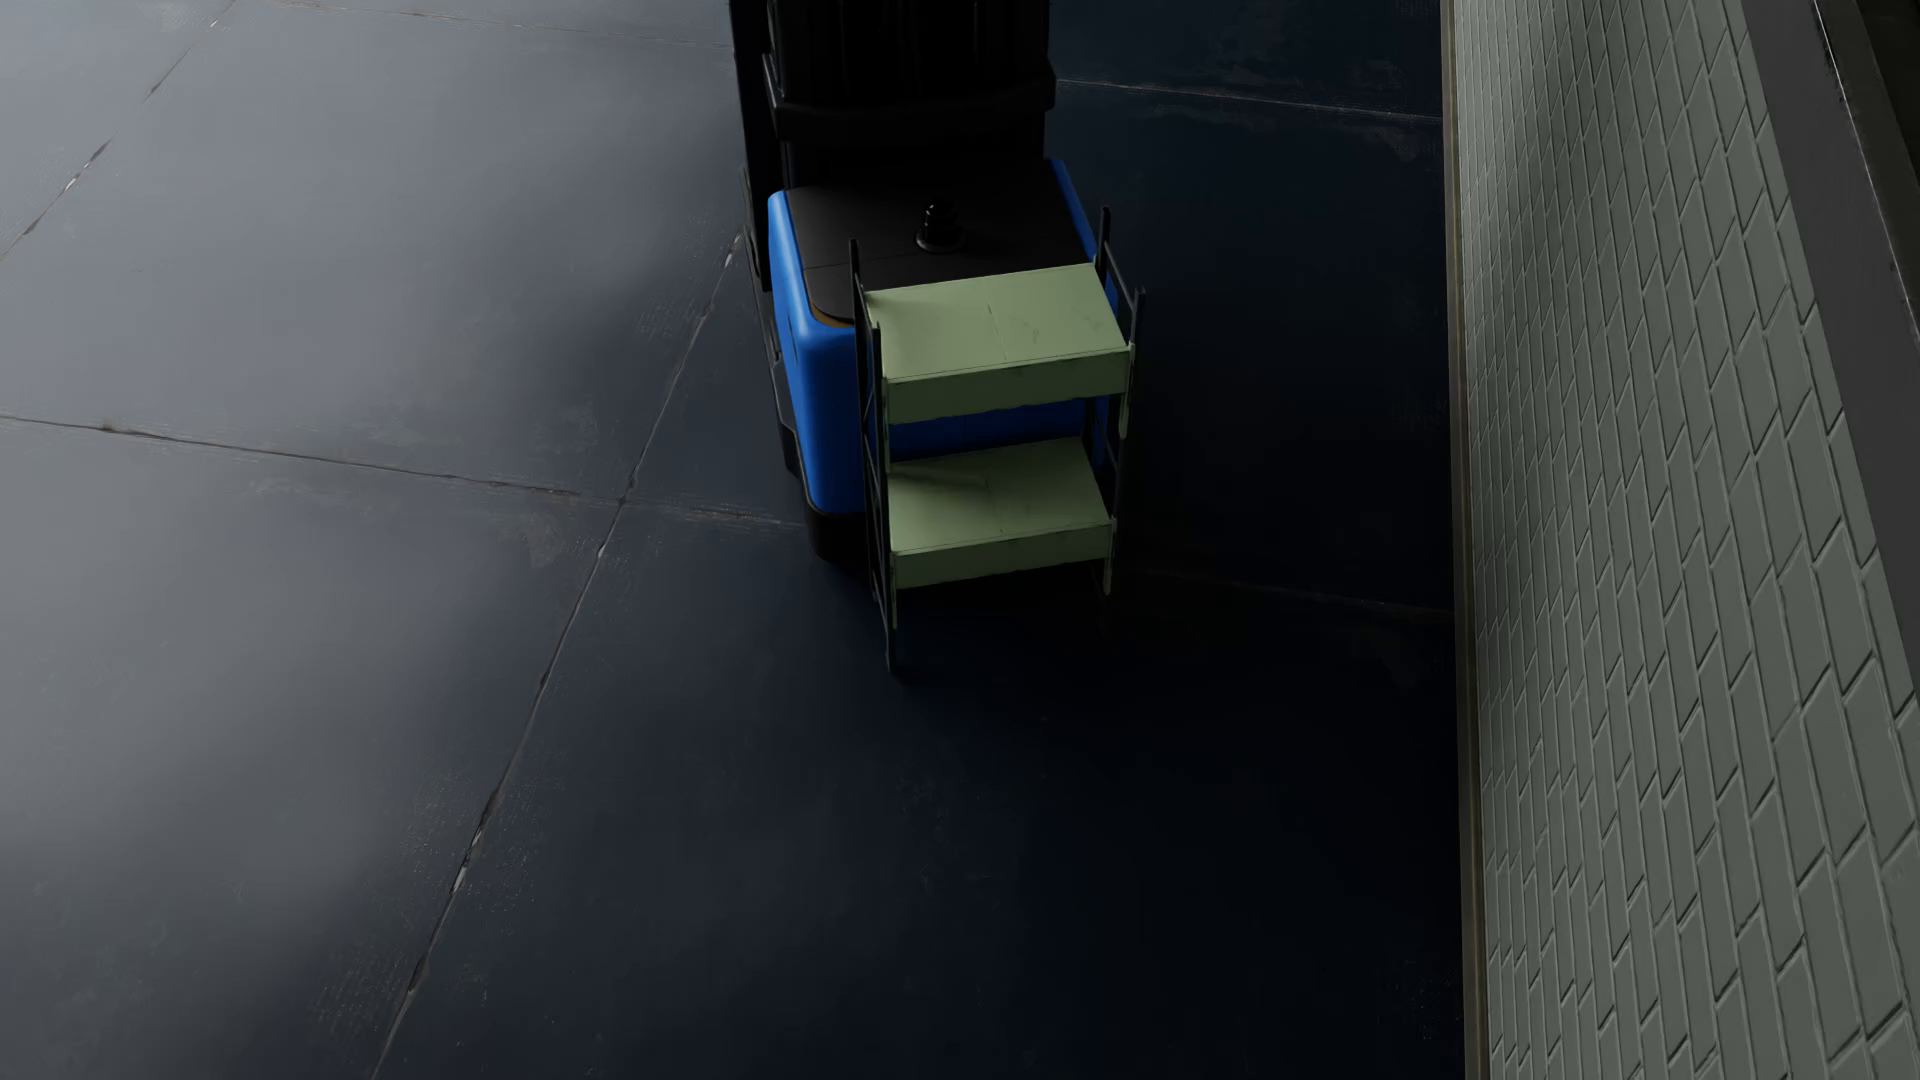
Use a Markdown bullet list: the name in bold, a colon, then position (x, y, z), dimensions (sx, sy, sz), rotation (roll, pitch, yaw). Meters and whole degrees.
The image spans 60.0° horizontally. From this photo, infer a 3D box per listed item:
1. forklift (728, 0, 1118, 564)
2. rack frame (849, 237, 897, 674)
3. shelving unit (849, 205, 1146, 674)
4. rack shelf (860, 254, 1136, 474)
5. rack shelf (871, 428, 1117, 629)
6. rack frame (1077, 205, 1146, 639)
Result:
- **forklift**: position (-0.284, -2.015, 5.767), dimensions (1.130, 2.935, 3.031), rotation (-9, 49, -8)
- **rack frame**: position (-0.262, -0.203, 5.101), dimensions (0.023, 1.500, 0.400), rotation (-9, 49, -8)
- **shelving unit**: position (0.097, -0.258, 5.150), dimensions (0.755, 1.500, 0.431), rotation (-9, 49, -8)
- **rack shelf**: position (0.097, -0.518, 4.860), dimensions (0.720, 0.370, 0.431), rotation (-9, 49, -8)
- **rack shelf**: position (0.097, -0.040, 5.393), dimensions (0.720, 0.370, 0.431), rotation (-9, 49, -8)
- **rack frame**: position (0.455, -0.312, 5.199), dimensions (0.023, 1.500, 0.400), rotation (-9, 49, -8)
